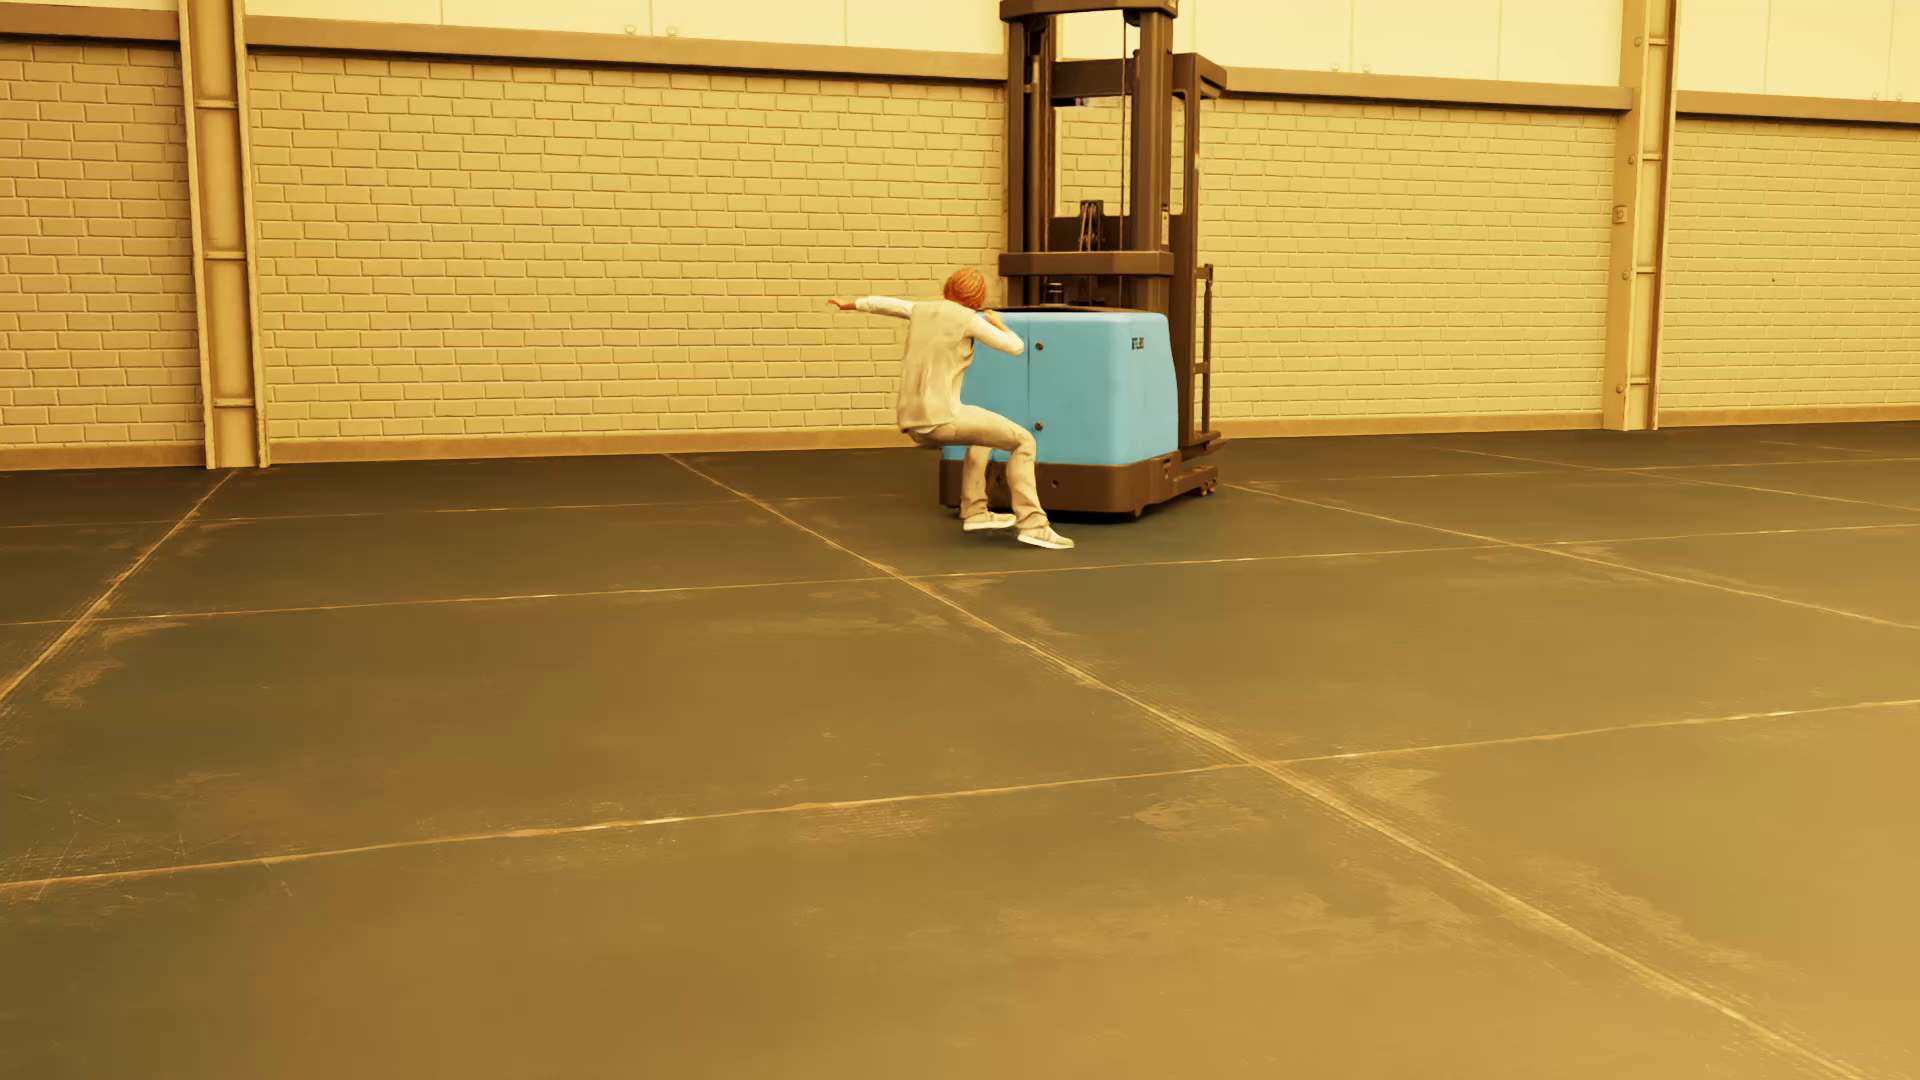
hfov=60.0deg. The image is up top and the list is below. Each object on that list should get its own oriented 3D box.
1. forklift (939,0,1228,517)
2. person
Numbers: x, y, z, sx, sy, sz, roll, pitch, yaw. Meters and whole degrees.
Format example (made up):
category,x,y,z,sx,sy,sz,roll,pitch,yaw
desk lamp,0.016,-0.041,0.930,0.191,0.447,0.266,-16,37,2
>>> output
category,x,y,z,sx,sy,sz,roll,pitch,yaw
forklift,0.915,-1.729,9.765,1.130,2.935,3.031,3,8,22
person,-0.077,-0.636,7.907,1.305,1.303,0.665,7,11,43
